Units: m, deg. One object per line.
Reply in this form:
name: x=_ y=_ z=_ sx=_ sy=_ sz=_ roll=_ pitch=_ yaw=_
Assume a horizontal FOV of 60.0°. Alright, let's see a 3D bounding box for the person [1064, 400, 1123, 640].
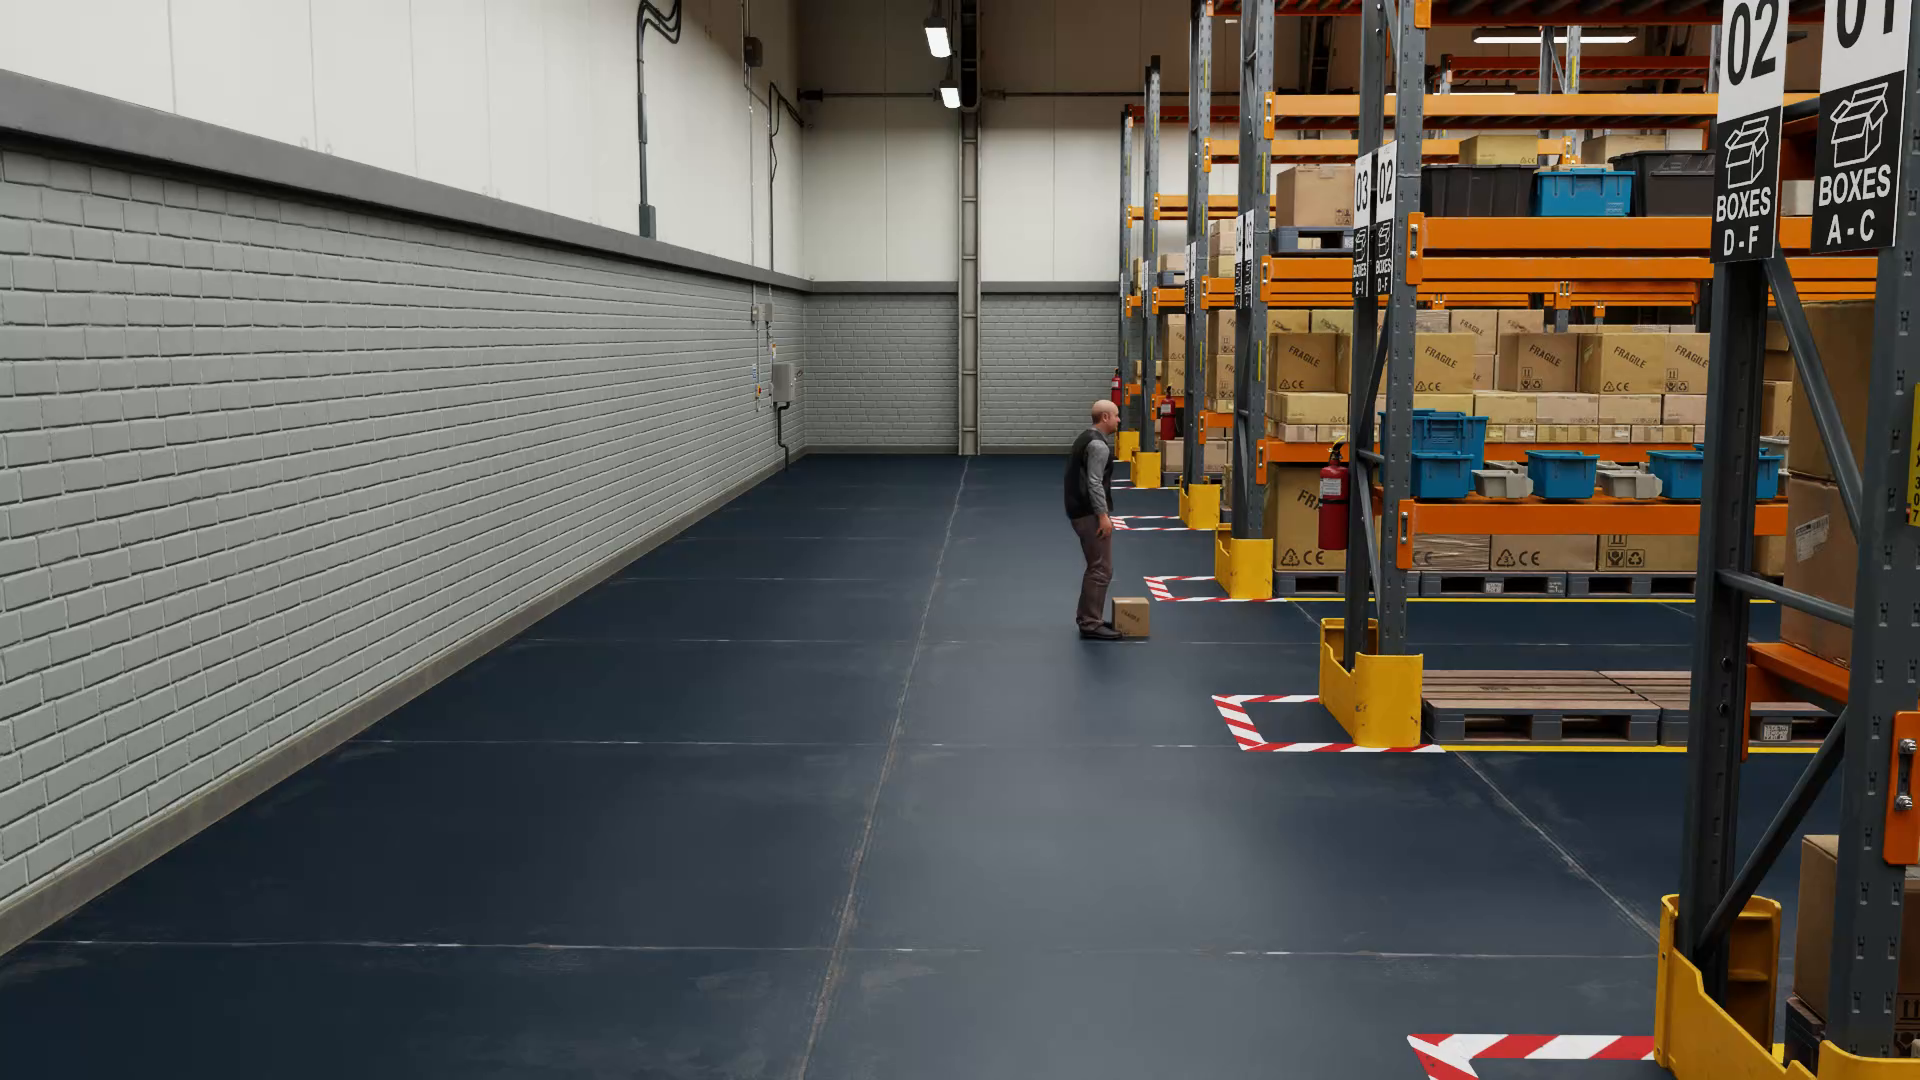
person: x=0.973 y=-0.163 z=12.162 sx=0.426 sy=1.720 sz=0.591 roll=0 pitch=7 yaw=-2
